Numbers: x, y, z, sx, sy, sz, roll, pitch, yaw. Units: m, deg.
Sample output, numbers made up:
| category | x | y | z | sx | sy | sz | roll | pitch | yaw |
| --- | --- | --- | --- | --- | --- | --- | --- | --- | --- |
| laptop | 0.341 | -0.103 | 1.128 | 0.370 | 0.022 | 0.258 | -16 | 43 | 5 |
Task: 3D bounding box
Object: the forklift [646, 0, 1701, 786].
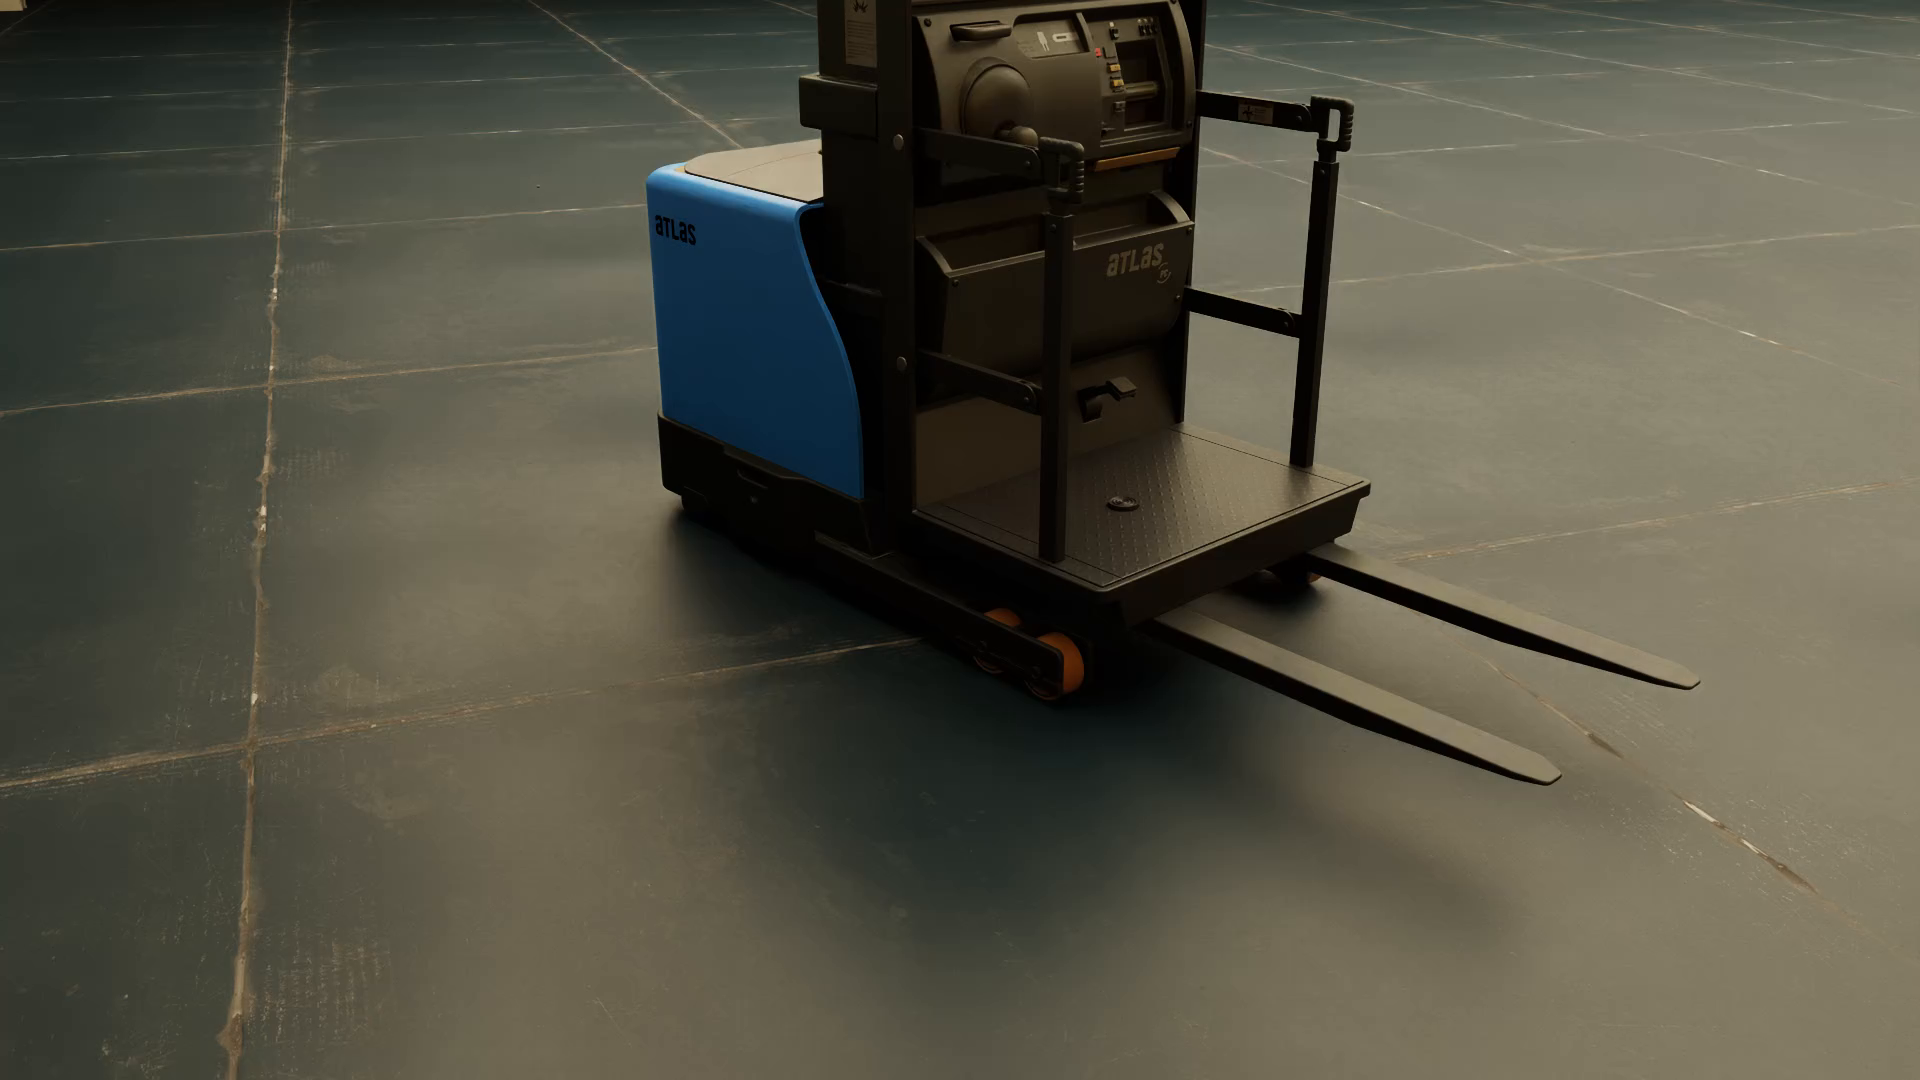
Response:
| category | x | y | z | sx | sy | sz | roll | pitch | yaw |
| --- | --- | --- | --- | --- | --- | --- | --- | --- | --- |
| forklift | 0.409 | -1.176 | 4.096 | 1.130 | 2.935 | 3.031 | -19 | 30 | -38 |
